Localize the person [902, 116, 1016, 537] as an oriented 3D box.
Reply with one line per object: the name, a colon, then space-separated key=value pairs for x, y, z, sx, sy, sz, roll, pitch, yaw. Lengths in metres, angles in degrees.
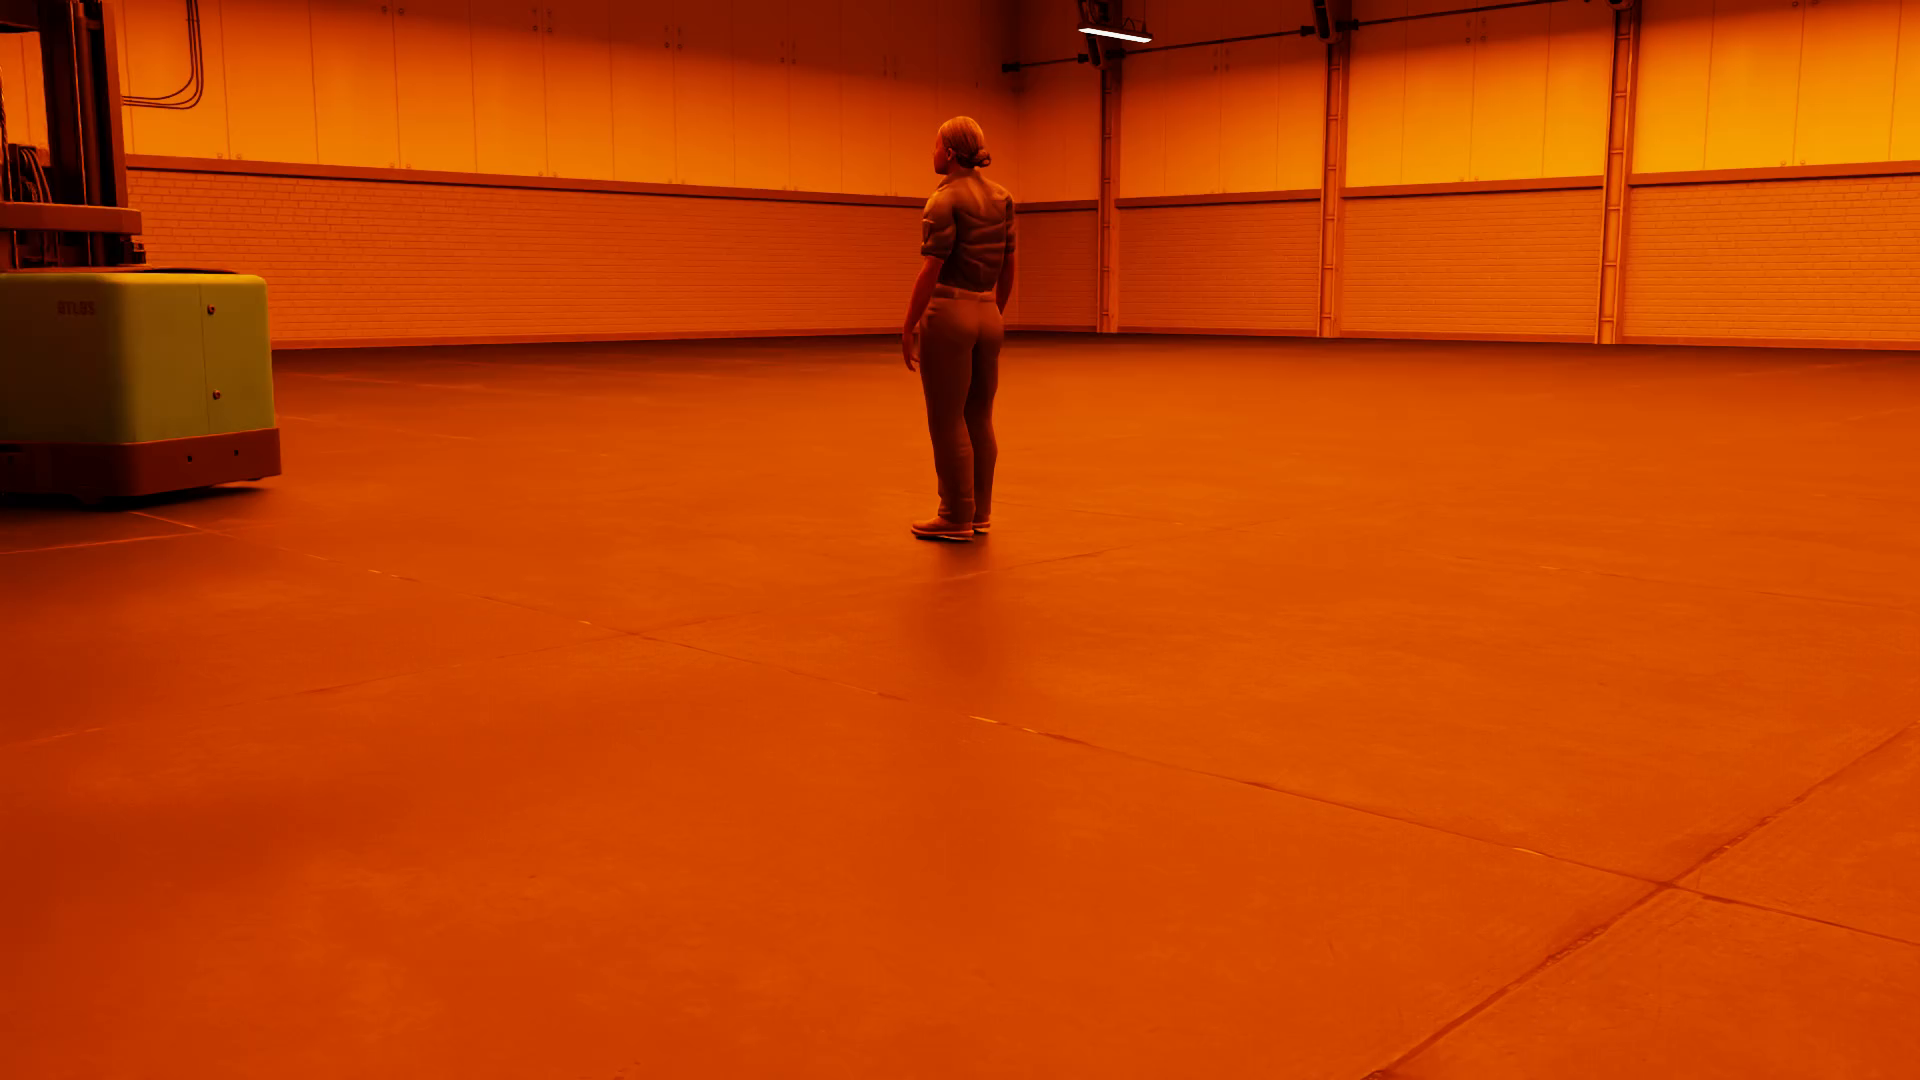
person: x=-0.049 y=-0.836 z=6.668 sx=0.504 sy=1.654 sz=0.569 roll=8 pitch=12 yaw=43

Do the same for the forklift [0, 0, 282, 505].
forklift: x=-5.016 y=-1.716 z=8.270 sx=3.031 sy=2.935 sz=1.130 roll=3 pitch=9 yaw=19
